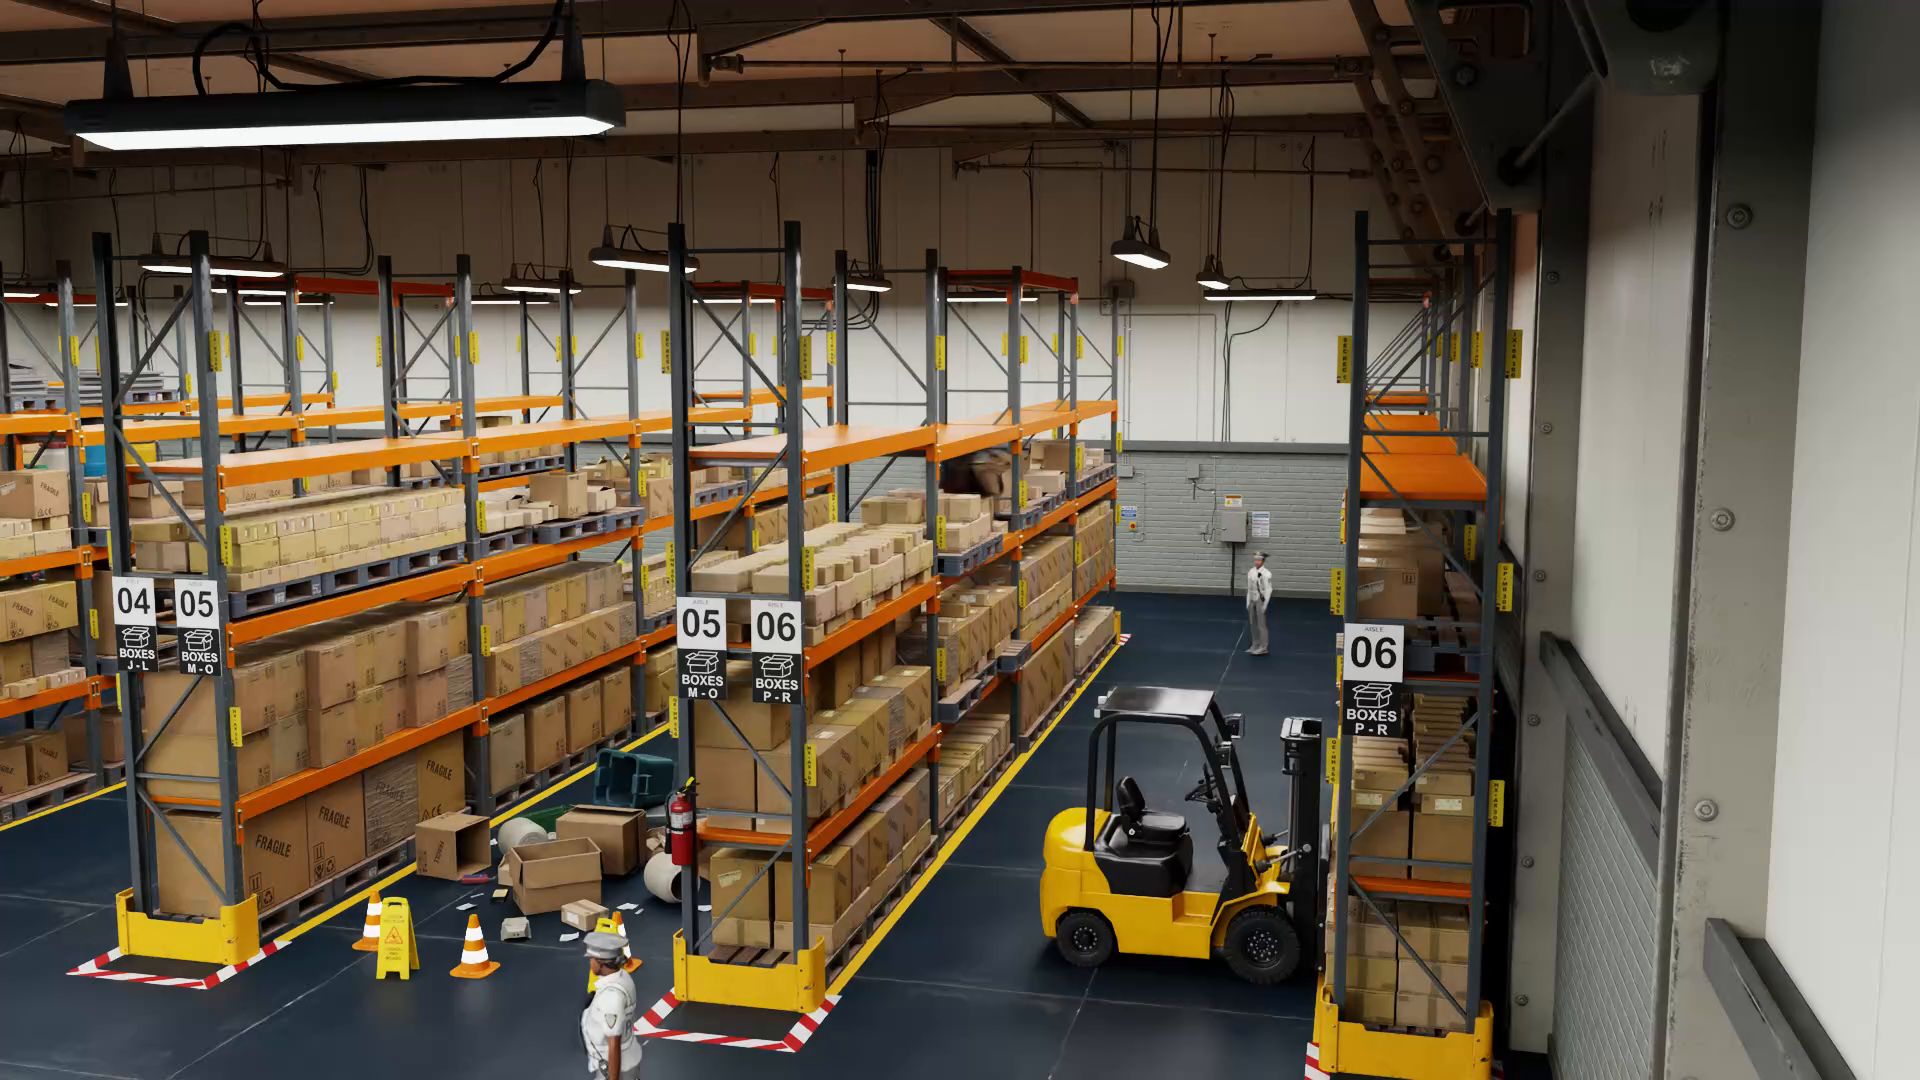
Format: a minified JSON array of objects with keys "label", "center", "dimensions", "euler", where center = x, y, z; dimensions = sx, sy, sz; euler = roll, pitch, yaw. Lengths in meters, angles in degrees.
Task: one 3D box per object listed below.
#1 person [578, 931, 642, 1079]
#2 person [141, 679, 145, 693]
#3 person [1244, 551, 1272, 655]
[{"label":"person","center":[-2.083,3.147,9.840],"dimensions":[0.395,1.670,0.499],"euler":[-1,7,-7]},{"label":"person","center":[-11.651,1.424,23.505],"dimensions":[0.595,1.788,0.595],"euler":[-4,8,-32]},{"label":"person","center":[4.865,1.038,27.172],"dimensions":[0.348,1.742,0.520],"euler":[-2,7,-16]}]
